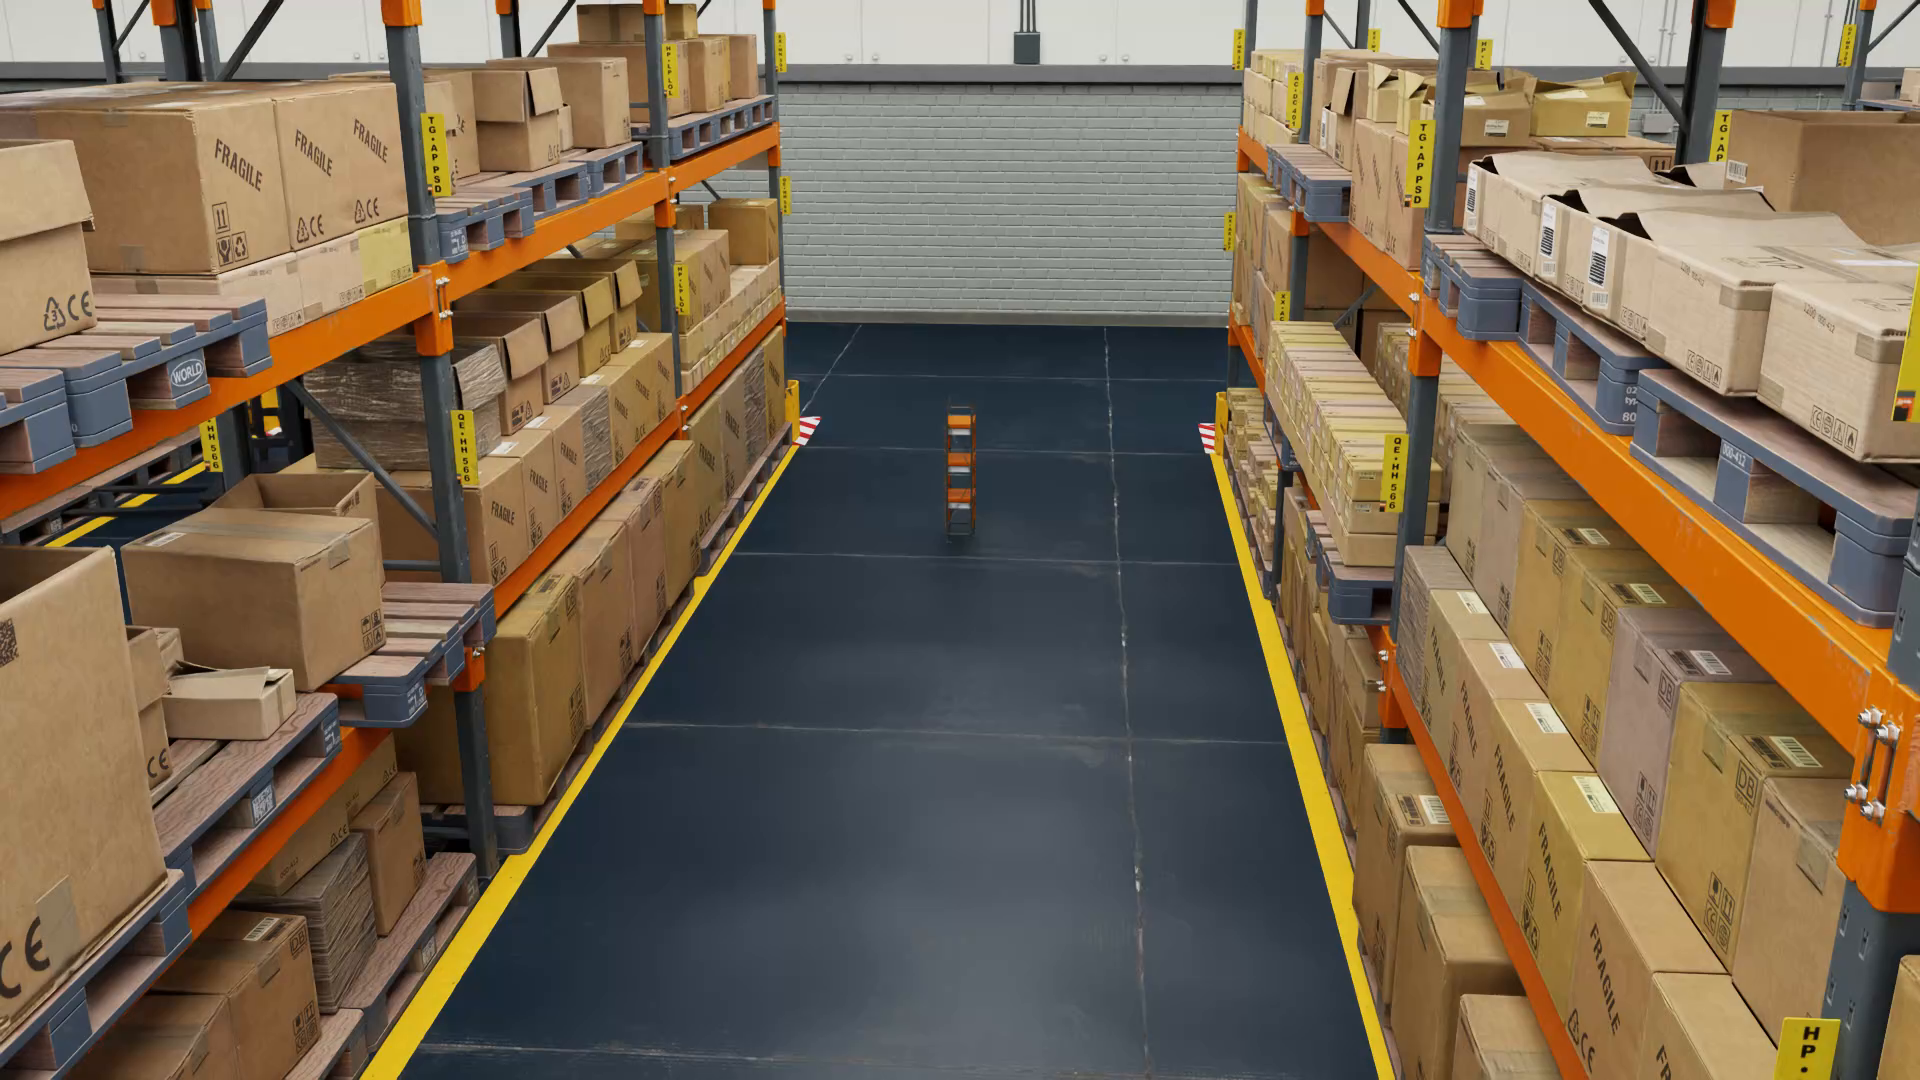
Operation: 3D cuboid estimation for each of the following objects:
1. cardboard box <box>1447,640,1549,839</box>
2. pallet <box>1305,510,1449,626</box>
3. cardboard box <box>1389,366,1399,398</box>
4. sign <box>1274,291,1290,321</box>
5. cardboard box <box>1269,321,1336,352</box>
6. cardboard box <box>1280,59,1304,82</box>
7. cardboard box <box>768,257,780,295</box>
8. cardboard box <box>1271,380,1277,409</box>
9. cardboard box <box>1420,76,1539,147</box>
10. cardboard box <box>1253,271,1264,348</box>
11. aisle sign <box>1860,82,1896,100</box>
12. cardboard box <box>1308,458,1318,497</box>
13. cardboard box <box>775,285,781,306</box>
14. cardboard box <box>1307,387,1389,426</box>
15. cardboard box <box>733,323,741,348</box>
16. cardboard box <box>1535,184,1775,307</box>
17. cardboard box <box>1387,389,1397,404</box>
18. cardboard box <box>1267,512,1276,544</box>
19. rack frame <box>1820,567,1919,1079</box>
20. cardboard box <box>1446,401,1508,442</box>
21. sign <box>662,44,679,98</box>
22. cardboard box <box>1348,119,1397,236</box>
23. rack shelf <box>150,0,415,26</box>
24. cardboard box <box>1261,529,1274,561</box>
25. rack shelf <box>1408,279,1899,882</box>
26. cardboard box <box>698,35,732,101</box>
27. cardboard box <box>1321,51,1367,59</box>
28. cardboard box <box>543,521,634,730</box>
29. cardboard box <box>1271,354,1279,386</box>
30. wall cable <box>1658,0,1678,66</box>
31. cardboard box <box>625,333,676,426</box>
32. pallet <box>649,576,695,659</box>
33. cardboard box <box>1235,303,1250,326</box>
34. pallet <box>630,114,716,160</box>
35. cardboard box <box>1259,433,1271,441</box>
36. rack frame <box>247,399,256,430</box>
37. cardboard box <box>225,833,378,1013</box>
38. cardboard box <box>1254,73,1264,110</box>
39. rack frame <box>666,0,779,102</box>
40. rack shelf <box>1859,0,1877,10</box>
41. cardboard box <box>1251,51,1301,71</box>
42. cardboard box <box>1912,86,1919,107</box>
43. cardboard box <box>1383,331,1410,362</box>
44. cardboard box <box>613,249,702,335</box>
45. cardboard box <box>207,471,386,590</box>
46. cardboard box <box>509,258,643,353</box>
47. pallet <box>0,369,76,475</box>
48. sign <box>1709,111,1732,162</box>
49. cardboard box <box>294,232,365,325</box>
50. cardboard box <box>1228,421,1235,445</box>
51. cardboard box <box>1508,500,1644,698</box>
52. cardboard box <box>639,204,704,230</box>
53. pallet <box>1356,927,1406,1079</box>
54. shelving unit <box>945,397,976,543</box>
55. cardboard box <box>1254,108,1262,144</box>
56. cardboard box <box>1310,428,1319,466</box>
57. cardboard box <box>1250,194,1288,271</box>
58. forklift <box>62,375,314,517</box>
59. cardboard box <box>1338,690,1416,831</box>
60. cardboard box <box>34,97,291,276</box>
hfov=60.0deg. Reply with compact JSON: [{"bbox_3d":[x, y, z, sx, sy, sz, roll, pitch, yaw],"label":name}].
[{"bbox_3d":[1.920,0.655,5.446,0.500,0.500,0.500,1,18,4],"label":"cardboard box"},{"bbox_3d":[2.237,0.122,7.542,1.213,0.211,1.003,1,18,4],"label":"pallet"},{"bbox_3d":[2.708,-0.923,9.673,0.380,0.149,0.250,2,18,6],"label":"cardboard box"},{"bbox_3d":[2.037,-1.409,10.515,0.100,0.325,0.005,1,18,4],"label":"sign"},{"bbox_3d":[2.091,-1.239,10.160,0.380,0.149,0.250,2,18,7],"label":"cardboard box"},{"bbox_3d":[2.395,-3.196,11.341,0.380,0.149,0.250,1,18,2],"label":"cardboard box"},{"bbox_3d":[-1.845,-2.286,14.345,0.500,0.250,0.500,1,18,3],"label":"cardboard box"},{"bbox_3d":[2.077,-0.870,9.989,0.380,0.149,0.250,2,18,5],"label":"cardboard box"},{"bbox_3d":[2.062,-1.714,6.629,0.396,0.266,0.258,1,18,4],"label":"cardboard box"},{"bbox_3d":[2.407,-1.649,12.000,0.500,0.500,0.500,1,18,4],"label":"cardboard box"},{"bbox_3d":[7.526,-3.415,13.854,0.394,0.787,0.004,1,18,4],"label":"aisle sign"},{"bbox_3d":[1.945,-0.307,8.272,0.380,0.149,0.250,0,18,1],"label":"cardboard box"},{"bbox_3d":[-1.772,-2.135,14.525,0.380,0.149,0.250,2,18,5],"label":"cardboard box"},{"bbox_3d":[1.965,-0.672,8.432,0.380,0.149,0.250,2,18,7],"label":"cardboard box"},{"bbox_3d":[-1.898,-1.579,12.829,0.380,0.149,0.250,1,18,2],"label":"cardboard box"},{"bbox_3d":[1.948,-0.841,4.662,0.500,0.311,0.500,1,18,3],"label":"cardboard box"},{"bbox_3d":[2.710,-0.782,9.722,0.380,0.149,0.250,1,18,4],"label":"cardboard box"},{"bbox_3d":[2.284,-0.079,11.273,0.380,0.149,0.250,2,18,5],"label":"cardboard box"},{"bbox_3d":[2.005,1.497,3.038,1.000,3.000,0.127,1,18,4],"label":"rack frame"},{"bbox_3d":[2.594,-0.574,8.130,0.380,0.149,0.250,2,18,6],"label":"cardboard box"},{"bbox_3d":[-1.820,-2.942,10.430,0.100,0.325,0.005,1,18,4],"label":"sign"},{"bbox_3d":[2.142,-1.712,7.854,0.500,0.500,0.500,1,18,4],"label":"cardboard box"},{"bbox_3d":[-2.792,-1.585,4.607,1.077,0.370,4.000,1,18,4],"label":"rack shelf"},{"bbox_3d":[2.267,0.038,11.394,0.380,0.149,0.250,2,18,5],"label":"cardboard box"},{"bbox_3d":[2.148,-0.208,4.578,1.077,0.370,4.000,1,18,4],"label":"rack shelf"},{"bbox_3d":[-2.219,-3.758,13.260,0.700,0.500,0.500,1,18,2],"label":"cardboard box"},{"bbox_3d":[3.001,-3.747,13.023,0.380,0.149,0.250,1,18,2],"label":"cardboard box"},{"bbox_3d":[-2.506,0.432,9.025,1.225,0.875,0.875,1,18,4],"label":"cardboard box"},{"bbox_3d":[2.075,-1.017,9.960,0.380,0.149,0.250,1,18,3],"label":"cardboard box"},{"bbox_3d":[7.937,-6.775,18.647,0.463,3.000,0.029,1,18,4],"label":"wall cable"},{"bbox_3d":[-2.123,-1.026,10.577,0.500,0.500,0.500,1,18,4],"label":"cardboard box"},{"bbox_3d":[-2.342,0.436,10.752,1.003,0.211,1.213,1,18,4],"label":"pallet"},{"bbox_3d":[2.465,-1.855,13.671,0.380,0.149,0.250,1,18,2],"label":"cardboard box"},{"bbox_3d":[-2.292,-2.767,11.376,1.003,0.211,1.213,1,18,4],"label":"pallet"},{"bbox_3d":[2.492,-0.713,12.731,0.380,0.149,0.250,1,18,4],"label":"cardboard box"},{"bbox_3d":[-7.015,-2.483,15.183,1.000,3.000,0.127,1,18,4],"label":"rack frame"},{"bbox_3d":[-2.703,1.472,6.421,0.700,0.500,0.500,0,18,-1],"label":"cardboard box"},{"bbox_3d":[2.490,-3.373,12.519,0.500,0.250,0.500,1,18,5],"label":"cardboard box"},{"bbox_3d":[-2.075,-5.223,13.911,1.000,3.000,0.127,1,18,4],"label":"rack frame"},{"bbox_3d":[7.666,-3.849,11.515,1.077,0.370,4.000,1,18,4],"label":"rack shelf"},{"bbox_3d":[2.486,-3.754,13.044,0.380,0.149,0.250,1,18,4],"label":"cardboard box"},{"bbox_3d":[7.502,-3.371,12.646,0.380,0.149,0.250,2,18,6],"label":"cardboard box"},{"bbox_3d":[2.726,-1.138,9.853,0.380,0.149,0.250,1,18,2],"label":"cardboard box"},{"bbox_3d":[-2.072,-1.699,11.351,0.500,0.500,0.500,1,18,4],"label":"cardboard box"},{"bbox_3d":[-2.647,0.034,6.667,0.500,0.500,0.500,-1,18,-3],"label":"cardboard box"},{"bbox_3d":[-2.399,-1.456,10.277,0.797,0.503,0.637,1,18,2],"label":"cardboard box"},{"bbox_3d":[-2.785,-0.171,3.612,1.213,0.211,1.003,1,18,4],"label":"pallet"},{"bbox_3d":[2.845,-1.439,6.224,0.100,0.325,0.005,1,18,4],"label":"sign"},{"bbox_3d":[-2.460,-0.934,5.881,0.500,0.250,0.500,1,18,4],"label":"cardboard box"},{"bbox_3d":[2.508,-0.919,14.316,0.380,0.149,0.250,2,18,5],"label":"cardboard box"},{"bbox_3d":[2.180,0.187,5.267,0.700,0.500,0.500,1,18,3],"label":"cardboard box"},{"bbox_3d":[-2.414,-2.500,13.795,0.500,0.500,0.500,1,18,3],"label":"cardboard box"},{"bbox_3d":[2.160,1.823,6.521,1.003,0.211,1.213,1,18,4],"label":"pallet"},{"bbox_3d":[0.004,-0.516,12.310,0.215,1.050,0.252,1,18,4],"label":"shelving unit"},{"bbox_3d":[2.512,-3.127,12.572,0.500,0.250,0.500,1,18,2],"label":"cardboard box"},{"bbox_3d":[1.945,-0.450,8.231,0.380,0.149,0.250,1,18,4],"label":"cardboard box"},{"bbox_3d":[2.446,-2.284,12.333,0.500,0.500,0.500,1,18,2],"label":"cardboard box"},{"bbox_3d":[-5.192,-1.542,12.420,3.031,2.935,1.130,-2,18,-7],"label":"forklift"},{"bbox_3d":[2.078,1.033,7.795,0.500,0.500,0.500,1,18,4],"label":"cardboard box"},{"bbox_3d":[-2.510,-1.131,5.278,0.500,0.500,0.500,2,18,5],"label":"cardboard box"}]
